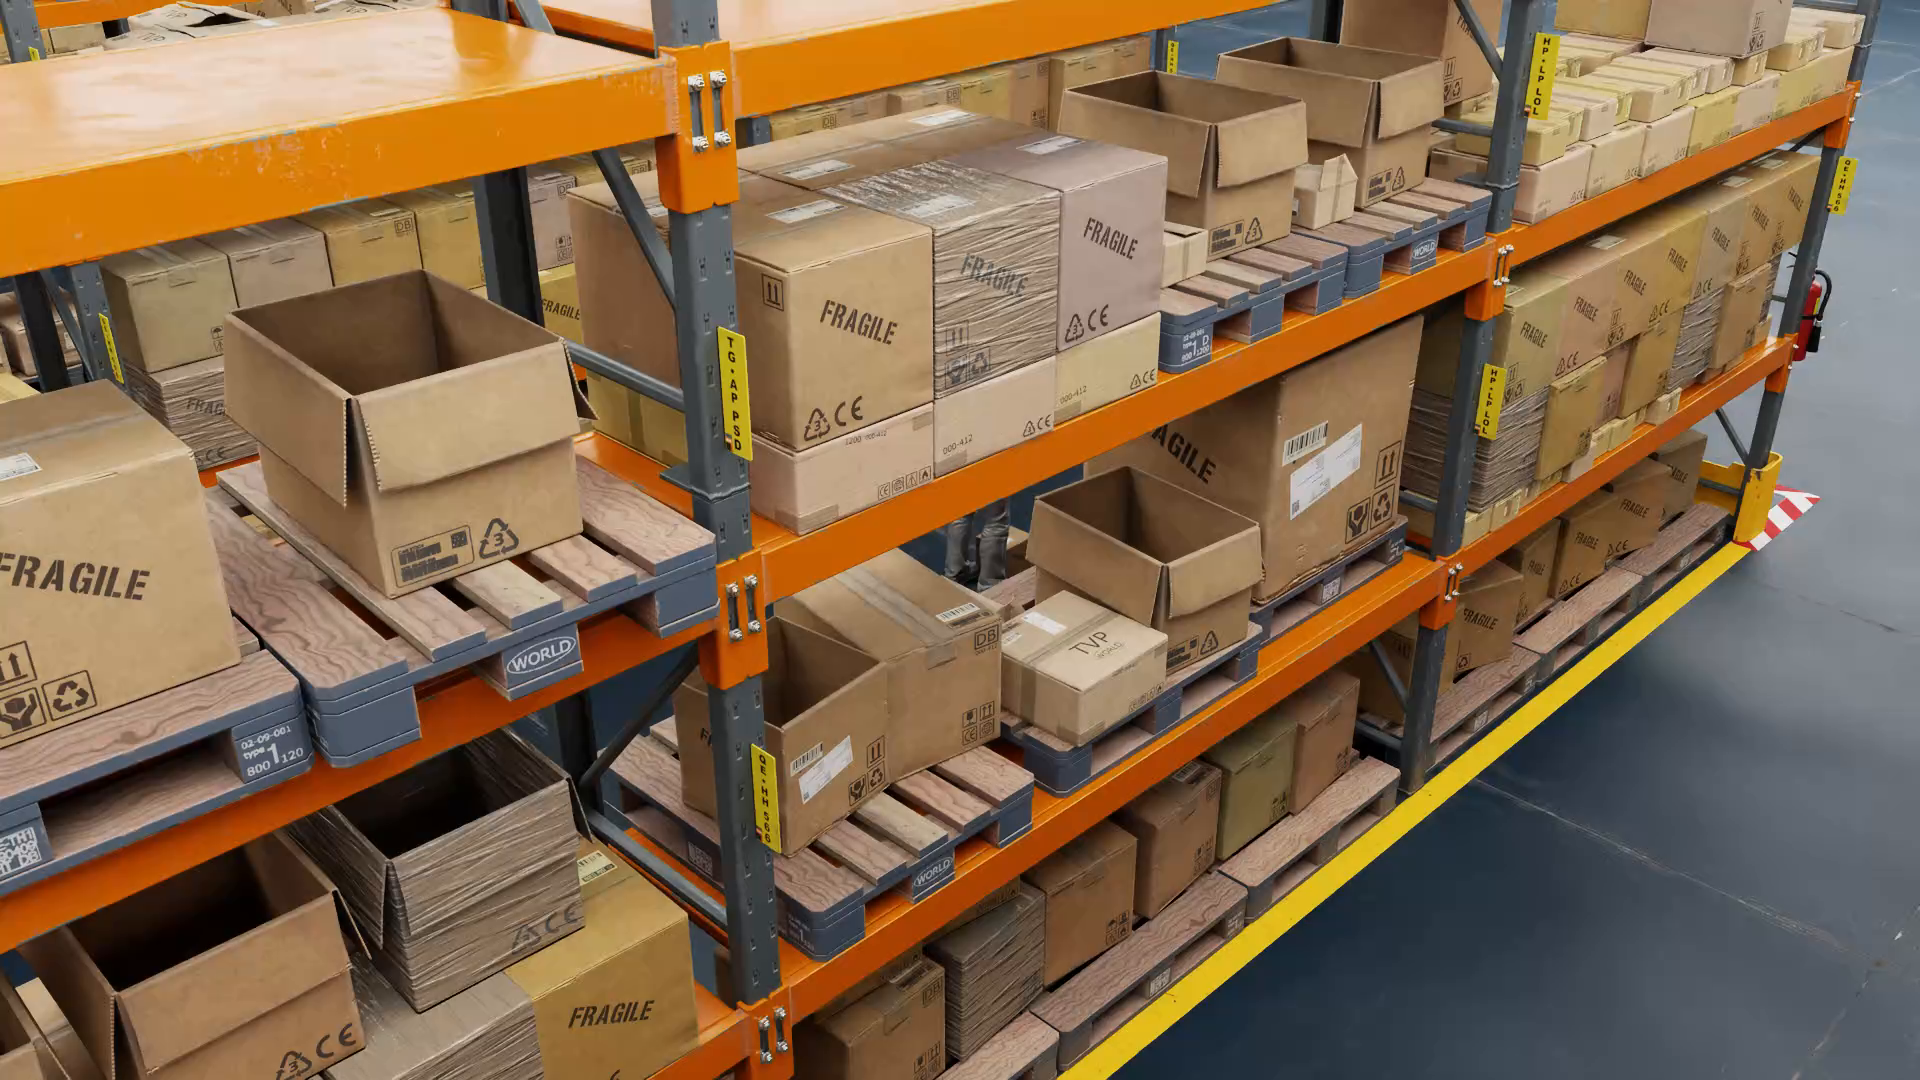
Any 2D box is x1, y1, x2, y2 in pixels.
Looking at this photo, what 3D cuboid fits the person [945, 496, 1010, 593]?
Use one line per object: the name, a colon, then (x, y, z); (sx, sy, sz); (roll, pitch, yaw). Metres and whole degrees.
person: (0.094, -0.503, 9.556); (0.588, 1.769, 0.464); (23, 36, 37)
